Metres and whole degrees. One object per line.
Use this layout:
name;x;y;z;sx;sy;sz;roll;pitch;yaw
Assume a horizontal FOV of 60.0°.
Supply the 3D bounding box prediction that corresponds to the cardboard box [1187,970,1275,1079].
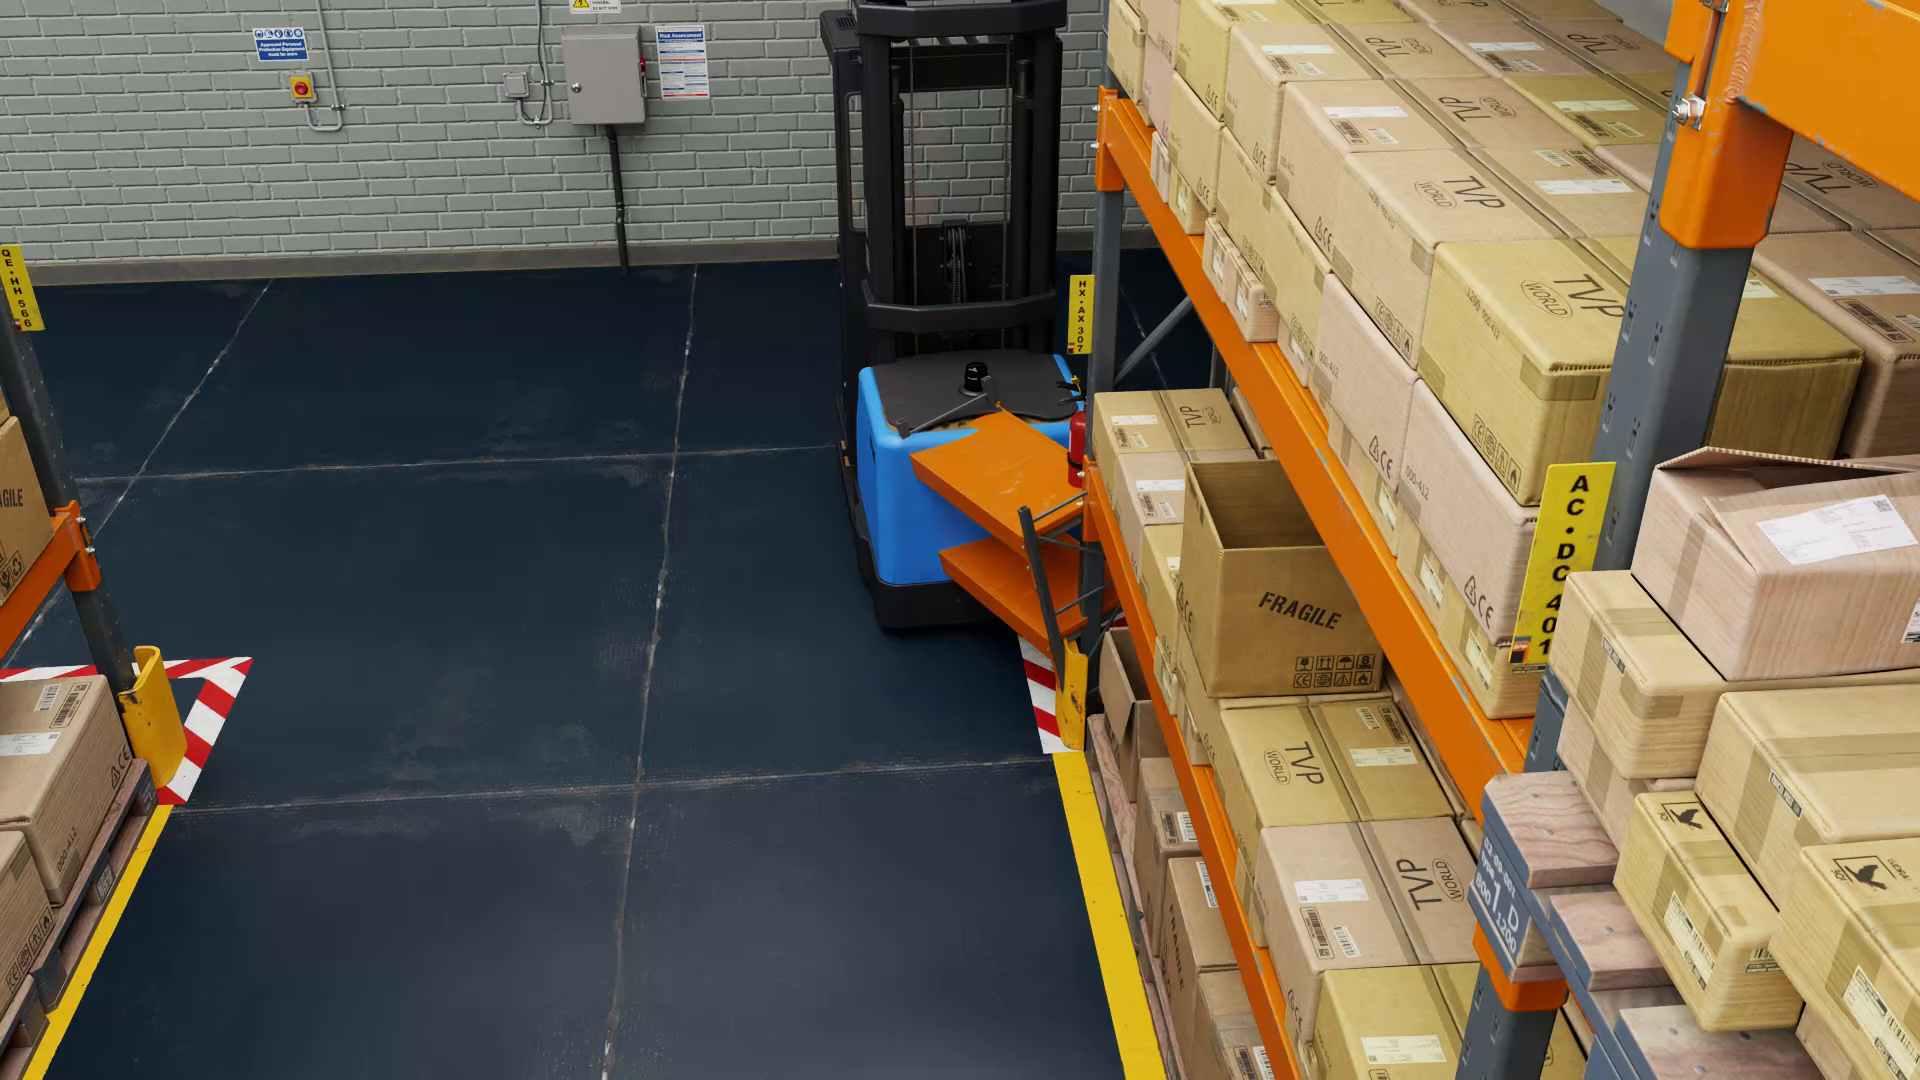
cardboard box;1.113;1.652;5.087;0.700;0.500;0.500;-4;31;-6

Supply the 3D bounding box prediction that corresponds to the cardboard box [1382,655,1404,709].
cardboard box;1.456;0.416;4.984;0.500;0.250;0.500;-3;31;-5

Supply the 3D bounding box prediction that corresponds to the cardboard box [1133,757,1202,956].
cardboard box;1.016;1.122;5.974;0.700;0.500;0.500;-2;31;-3

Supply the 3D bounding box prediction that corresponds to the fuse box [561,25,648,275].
fuse box;-2.375;-2.637;11.496;0.539;1.711;0.414;-3;31;-5

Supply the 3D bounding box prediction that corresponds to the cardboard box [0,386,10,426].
cardboard box;-3.648;-0.523;5.629;0.500;0.500;0.500;-2;31;-3

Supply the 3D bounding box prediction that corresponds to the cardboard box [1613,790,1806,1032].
cardboard box;1.007;0.419;1.937;0.380;0.149;0.250;-2;31;-4

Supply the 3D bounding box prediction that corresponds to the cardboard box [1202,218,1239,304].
cardboard box;0.857;-0.744;4.391;0.380;0.149;0.250;-3;31;-4

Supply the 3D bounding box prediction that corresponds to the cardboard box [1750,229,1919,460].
cardboard box;1.622;-0.316;2.797;0.500;0.250;0.500;-3;31;-5

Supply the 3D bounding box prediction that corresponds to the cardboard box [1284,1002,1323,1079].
cardboard box;1.010;1.210;4.044;0.380;0.149;0.250;-2;31;-3

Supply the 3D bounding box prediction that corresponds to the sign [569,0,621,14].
sign;-2.449;-3.647;11.126;0.339;0.242;0.001;-3;31;-5

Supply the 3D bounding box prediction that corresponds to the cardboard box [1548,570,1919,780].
cardboard box;0.977;0.159;2.081;0.380;0.149;0.250;-2;31;-3

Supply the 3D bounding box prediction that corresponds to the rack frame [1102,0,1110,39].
rack frame;1.012;-3.101;5.167;1.000;3.000;0.127;-3;31;-5

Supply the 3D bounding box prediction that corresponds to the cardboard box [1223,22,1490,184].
cardboard box;0.950;-1.077;4.071;0.500;0.250;0.500;-2;31;-3

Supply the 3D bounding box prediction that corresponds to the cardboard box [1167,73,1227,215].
cardboard box;0.884;-1.117;4.625;0.500;0.250;0.500;-4;31;-6

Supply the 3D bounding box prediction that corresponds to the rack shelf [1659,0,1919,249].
rack shelf;1.572;0.443;0.325;1.077;0.370;4.000;-3;31;-5

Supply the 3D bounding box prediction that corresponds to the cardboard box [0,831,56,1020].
cardboard box;-3.675;1.433;5.515;0.875;0.438;0.875;-2;31;-3

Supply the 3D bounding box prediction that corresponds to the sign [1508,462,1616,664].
sign;0.846;0.037;2.334;0.100;0.325;0.005;-3;31;-5

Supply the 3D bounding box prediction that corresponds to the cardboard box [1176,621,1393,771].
cardboard box;0.953;0.432;4.958;0.500;0.250;0.500;-4;31;-6

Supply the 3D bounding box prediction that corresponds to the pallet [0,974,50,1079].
pallet;-3.666;1.937;5.301;1.003;0.211;1.213;-3;31;-5

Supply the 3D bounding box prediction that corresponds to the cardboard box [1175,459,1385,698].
cardboard box;0.926;0.099;4.783;0.500;0.500;0.500;-2;31;-3

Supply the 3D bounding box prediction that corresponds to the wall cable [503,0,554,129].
wall cable;-3.069;-3.674;10.985;0.588;1.984;0.122;-3;31;-5

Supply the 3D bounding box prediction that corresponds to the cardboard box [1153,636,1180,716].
cardboard box;0.840;0.423;5.361;0.380;0.149;0.250;-4;31;-6

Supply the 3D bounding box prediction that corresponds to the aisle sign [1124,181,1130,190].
aisle sign;0.713;-1.662;6.073;0.394;0.787;0.004;-3;31;-5

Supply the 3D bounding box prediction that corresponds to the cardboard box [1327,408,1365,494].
cardboard box;1.003;-0.221;3.515;0.380;0.149;0.250;-3;31;-5

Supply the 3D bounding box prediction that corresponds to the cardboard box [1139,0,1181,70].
cardboard box;0.832;-1.592;4.934;0.500;0.250;0.500;-3;31;-5

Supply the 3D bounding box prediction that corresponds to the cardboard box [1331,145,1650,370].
cardboard box;1.043;-0.554;3.196;0.500;0.250;0.500;-3;31;-5

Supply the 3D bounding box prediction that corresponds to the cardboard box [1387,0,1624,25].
cardboard box;1.438;-1.350;4.528;0.500;0.250;0.500;-2;31;-4

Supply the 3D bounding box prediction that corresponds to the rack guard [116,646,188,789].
rack guard;-3.932;0.775;6.965;1.175;0.500;0.348;-3;31;-5

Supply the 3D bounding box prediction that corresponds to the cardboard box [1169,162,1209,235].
cardboard box;0.820;-1.002;4.822;0.380;0.149;0.250;-3;31;-5

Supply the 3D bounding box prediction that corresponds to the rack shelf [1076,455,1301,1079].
rack shelf;1.199;0.804;5.180;1.077;0.370;4.000;-3;31;-5

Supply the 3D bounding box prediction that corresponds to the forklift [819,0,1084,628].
forklift;-0.099;-1.576;8.531;1.130;2.935;3.031;-5;31;-8

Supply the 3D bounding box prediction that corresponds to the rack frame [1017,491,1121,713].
rack frame;0.565;0.222;7.008;0.500;1.125;0.032;-28;36;-19

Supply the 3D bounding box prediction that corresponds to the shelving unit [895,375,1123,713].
shelving unit;0.307;0.021;7.397;0.538;1.125;1.048;-28;36;-19

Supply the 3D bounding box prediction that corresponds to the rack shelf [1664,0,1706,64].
rack shelf;1.199;-1.770;3.642;1.077;0.370;4.000;-3;31;-5

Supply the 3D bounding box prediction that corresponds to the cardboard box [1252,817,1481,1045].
cardboard box;1.033;0.950;4.091;0.500;0.250;0.500;-3;31;-4

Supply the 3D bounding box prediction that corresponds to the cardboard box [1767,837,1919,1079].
cardboard box;1.054;0.424;1.639;0.380;0.149;0.250;-3;31;-6

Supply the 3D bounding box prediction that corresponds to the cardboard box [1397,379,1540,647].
cardboard box;1.091;-0.069;2.871;0.500;0.250;0.500;-3;31;-4

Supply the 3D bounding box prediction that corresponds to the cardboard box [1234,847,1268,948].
cardboard box;0.961;0.946;4.486;0.380;0.149;0.250;-3;31;-5

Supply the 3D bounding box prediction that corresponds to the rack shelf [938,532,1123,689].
rack shelf;0.360;0.217;7.534;0.538;0.278;1.000;-28;36;-19

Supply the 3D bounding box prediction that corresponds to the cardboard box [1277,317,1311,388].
cardboard box;0.978;-0.487;3.961;0.380;0.149;0.250;-2;31;-4

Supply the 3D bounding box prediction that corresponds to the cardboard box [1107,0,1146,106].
cardboard box;0.781;-1.637;5.497;0.500;0.250;0.500;-3;31;-5

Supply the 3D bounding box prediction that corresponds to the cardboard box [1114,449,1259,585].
cardboard box;0.833;-0.087;5.827;0.500;0.250;0.500;-2;31;-4

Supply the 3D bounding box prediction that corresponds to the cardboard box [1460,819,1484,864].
cardboard box;1.554;0.932;4.121;0.500;0.250;0.500;-3;31;-5

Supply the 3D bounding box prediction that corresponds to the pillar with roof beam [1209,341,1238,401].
pillar with roof beam;-2.629;-4.315;7.198;9.100;9.000;0.400;-3;31;-5

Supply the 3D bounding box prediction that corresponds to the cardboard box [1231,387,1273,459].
cardboard box;1.319;-0.367;6.295;0.500;0.250;0.500;-2;31;-3

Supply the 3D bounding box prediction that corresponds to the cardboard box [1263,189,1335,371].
cardboard box;0.996;-0.596;3.753;0.500;0.250;0.500;-2;31;-4

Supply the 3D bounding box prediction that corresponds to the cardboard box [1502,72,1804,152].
cardboard box;1.511;-0.839;3.672;0.500;0.250;0.500;-3;31;-5

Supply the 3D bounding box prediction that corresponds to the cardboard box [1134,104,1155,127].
cardboard box;0.810;-1.532;5.709;0.380;0.149;0.250;-2;31;-4

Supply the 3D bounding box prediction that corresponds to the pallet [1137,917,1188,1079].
pallet;1.205;1.739;5.633;1.003;0.211;1.213;-3;31;-5

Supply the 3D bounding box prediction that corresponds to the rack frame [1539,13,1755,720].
rack frame;1.385;-1.059;1.748;1.000;3.000;0.127;-3;31;-5

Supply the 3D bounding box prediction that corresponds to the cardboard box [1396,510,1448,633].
cardboard box;1.038;0.042;3.074;0.380;0.149;0.250;-3;31;-5

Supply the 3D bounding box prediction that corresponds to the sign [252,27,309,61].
sign;-4.534;-3.309;11.101;0.327;0.218;0.001;-3;31;-5
